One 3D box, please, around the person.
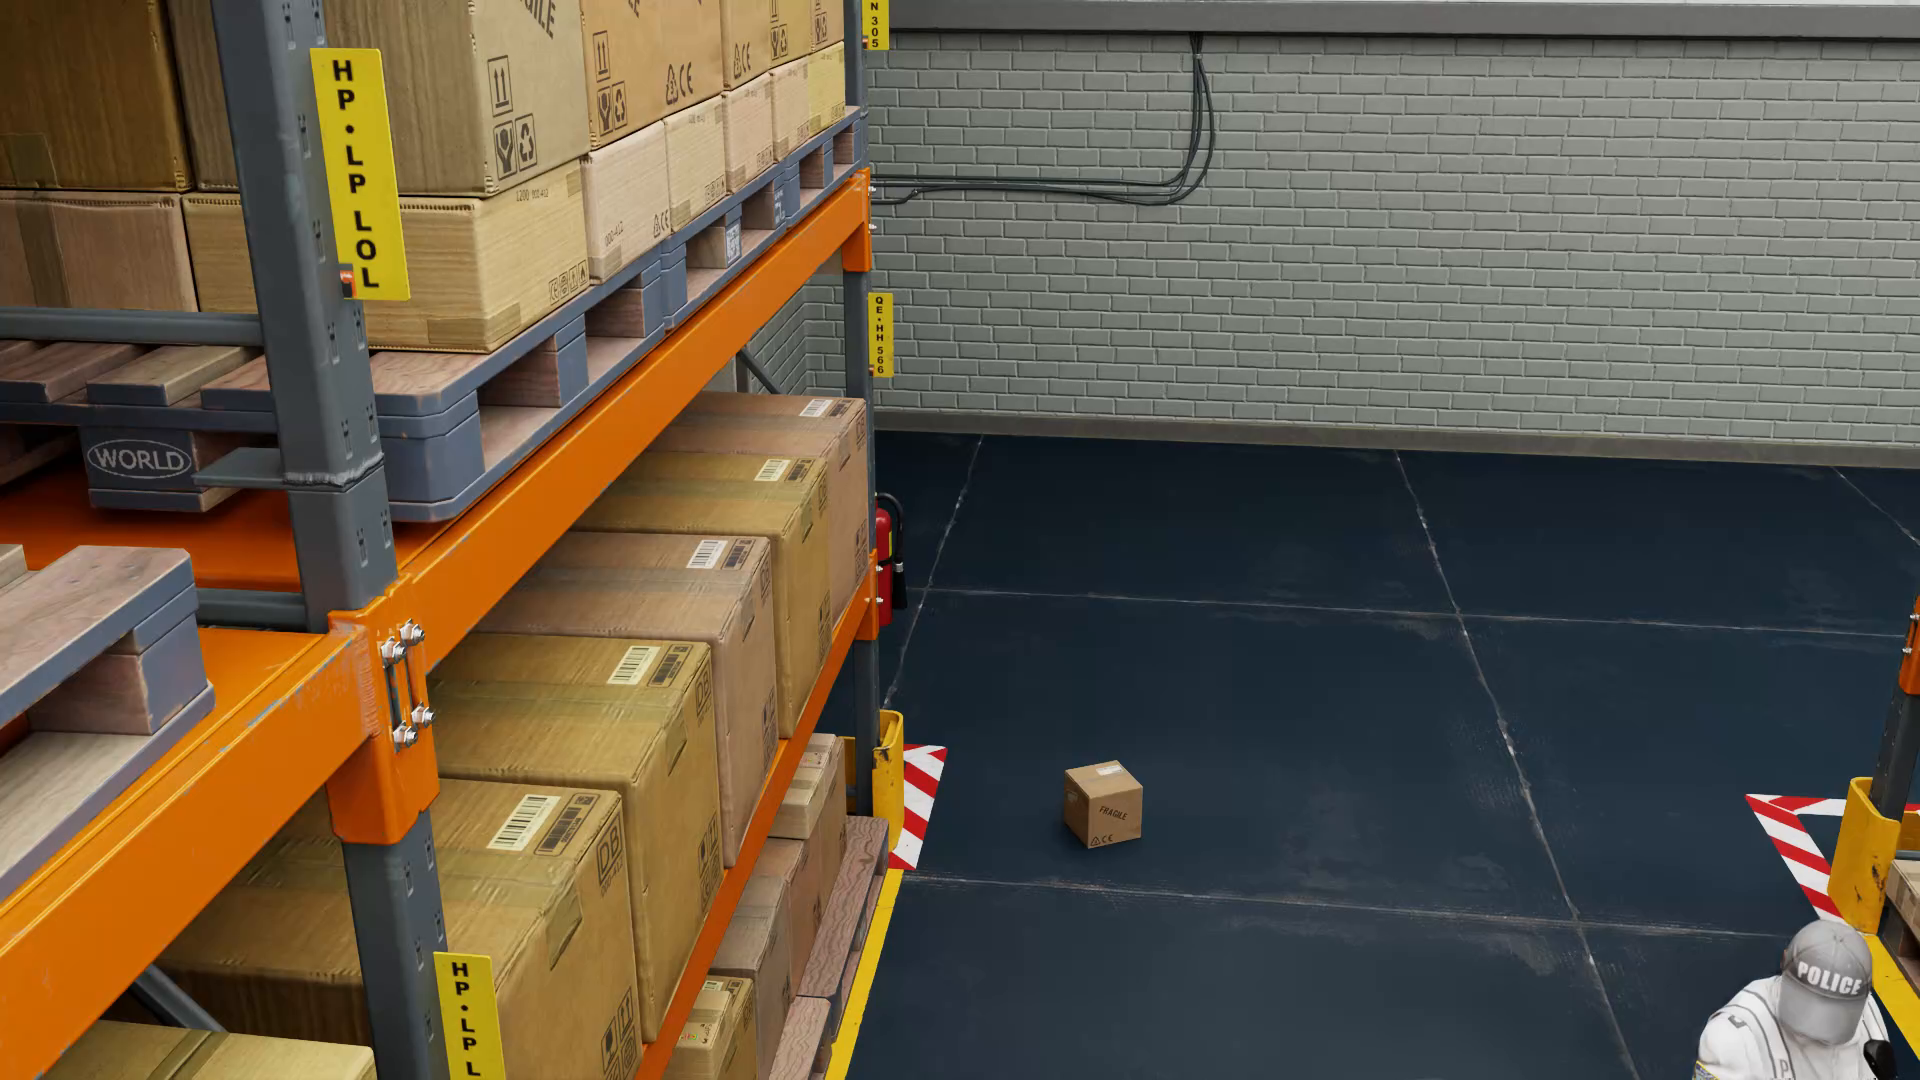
[{"bbox_3d":[1.936,1.629,3.908,0.515,1.691,0.443,-6,22,-14],"label":"person"}]
